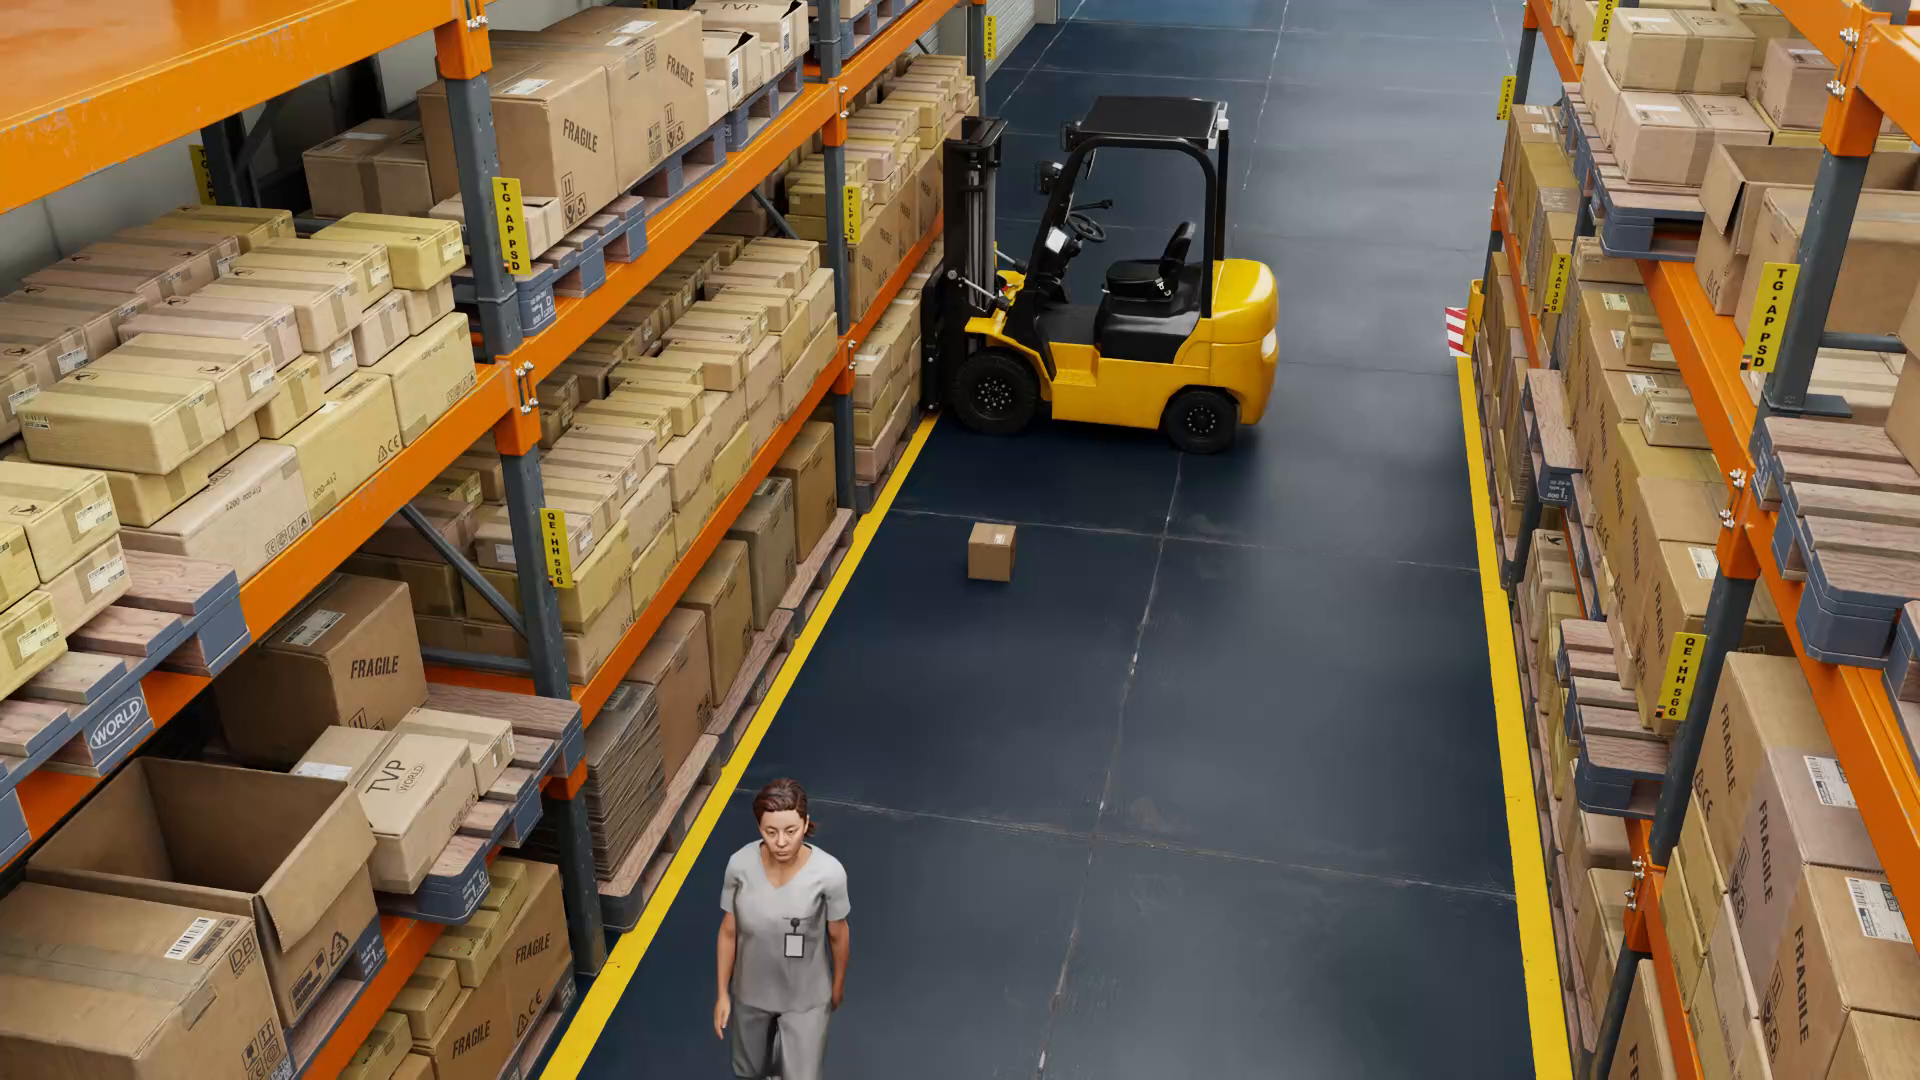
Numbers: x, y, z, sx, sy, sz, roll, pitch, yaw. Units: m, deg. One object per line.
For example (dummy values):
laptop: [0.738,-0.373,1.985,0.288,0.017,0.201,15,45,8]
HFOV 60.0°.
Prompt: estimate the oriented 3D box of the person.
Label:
person: [-0.617,1.573,5.761,0.440,1.638,0.864,6,30,11]
